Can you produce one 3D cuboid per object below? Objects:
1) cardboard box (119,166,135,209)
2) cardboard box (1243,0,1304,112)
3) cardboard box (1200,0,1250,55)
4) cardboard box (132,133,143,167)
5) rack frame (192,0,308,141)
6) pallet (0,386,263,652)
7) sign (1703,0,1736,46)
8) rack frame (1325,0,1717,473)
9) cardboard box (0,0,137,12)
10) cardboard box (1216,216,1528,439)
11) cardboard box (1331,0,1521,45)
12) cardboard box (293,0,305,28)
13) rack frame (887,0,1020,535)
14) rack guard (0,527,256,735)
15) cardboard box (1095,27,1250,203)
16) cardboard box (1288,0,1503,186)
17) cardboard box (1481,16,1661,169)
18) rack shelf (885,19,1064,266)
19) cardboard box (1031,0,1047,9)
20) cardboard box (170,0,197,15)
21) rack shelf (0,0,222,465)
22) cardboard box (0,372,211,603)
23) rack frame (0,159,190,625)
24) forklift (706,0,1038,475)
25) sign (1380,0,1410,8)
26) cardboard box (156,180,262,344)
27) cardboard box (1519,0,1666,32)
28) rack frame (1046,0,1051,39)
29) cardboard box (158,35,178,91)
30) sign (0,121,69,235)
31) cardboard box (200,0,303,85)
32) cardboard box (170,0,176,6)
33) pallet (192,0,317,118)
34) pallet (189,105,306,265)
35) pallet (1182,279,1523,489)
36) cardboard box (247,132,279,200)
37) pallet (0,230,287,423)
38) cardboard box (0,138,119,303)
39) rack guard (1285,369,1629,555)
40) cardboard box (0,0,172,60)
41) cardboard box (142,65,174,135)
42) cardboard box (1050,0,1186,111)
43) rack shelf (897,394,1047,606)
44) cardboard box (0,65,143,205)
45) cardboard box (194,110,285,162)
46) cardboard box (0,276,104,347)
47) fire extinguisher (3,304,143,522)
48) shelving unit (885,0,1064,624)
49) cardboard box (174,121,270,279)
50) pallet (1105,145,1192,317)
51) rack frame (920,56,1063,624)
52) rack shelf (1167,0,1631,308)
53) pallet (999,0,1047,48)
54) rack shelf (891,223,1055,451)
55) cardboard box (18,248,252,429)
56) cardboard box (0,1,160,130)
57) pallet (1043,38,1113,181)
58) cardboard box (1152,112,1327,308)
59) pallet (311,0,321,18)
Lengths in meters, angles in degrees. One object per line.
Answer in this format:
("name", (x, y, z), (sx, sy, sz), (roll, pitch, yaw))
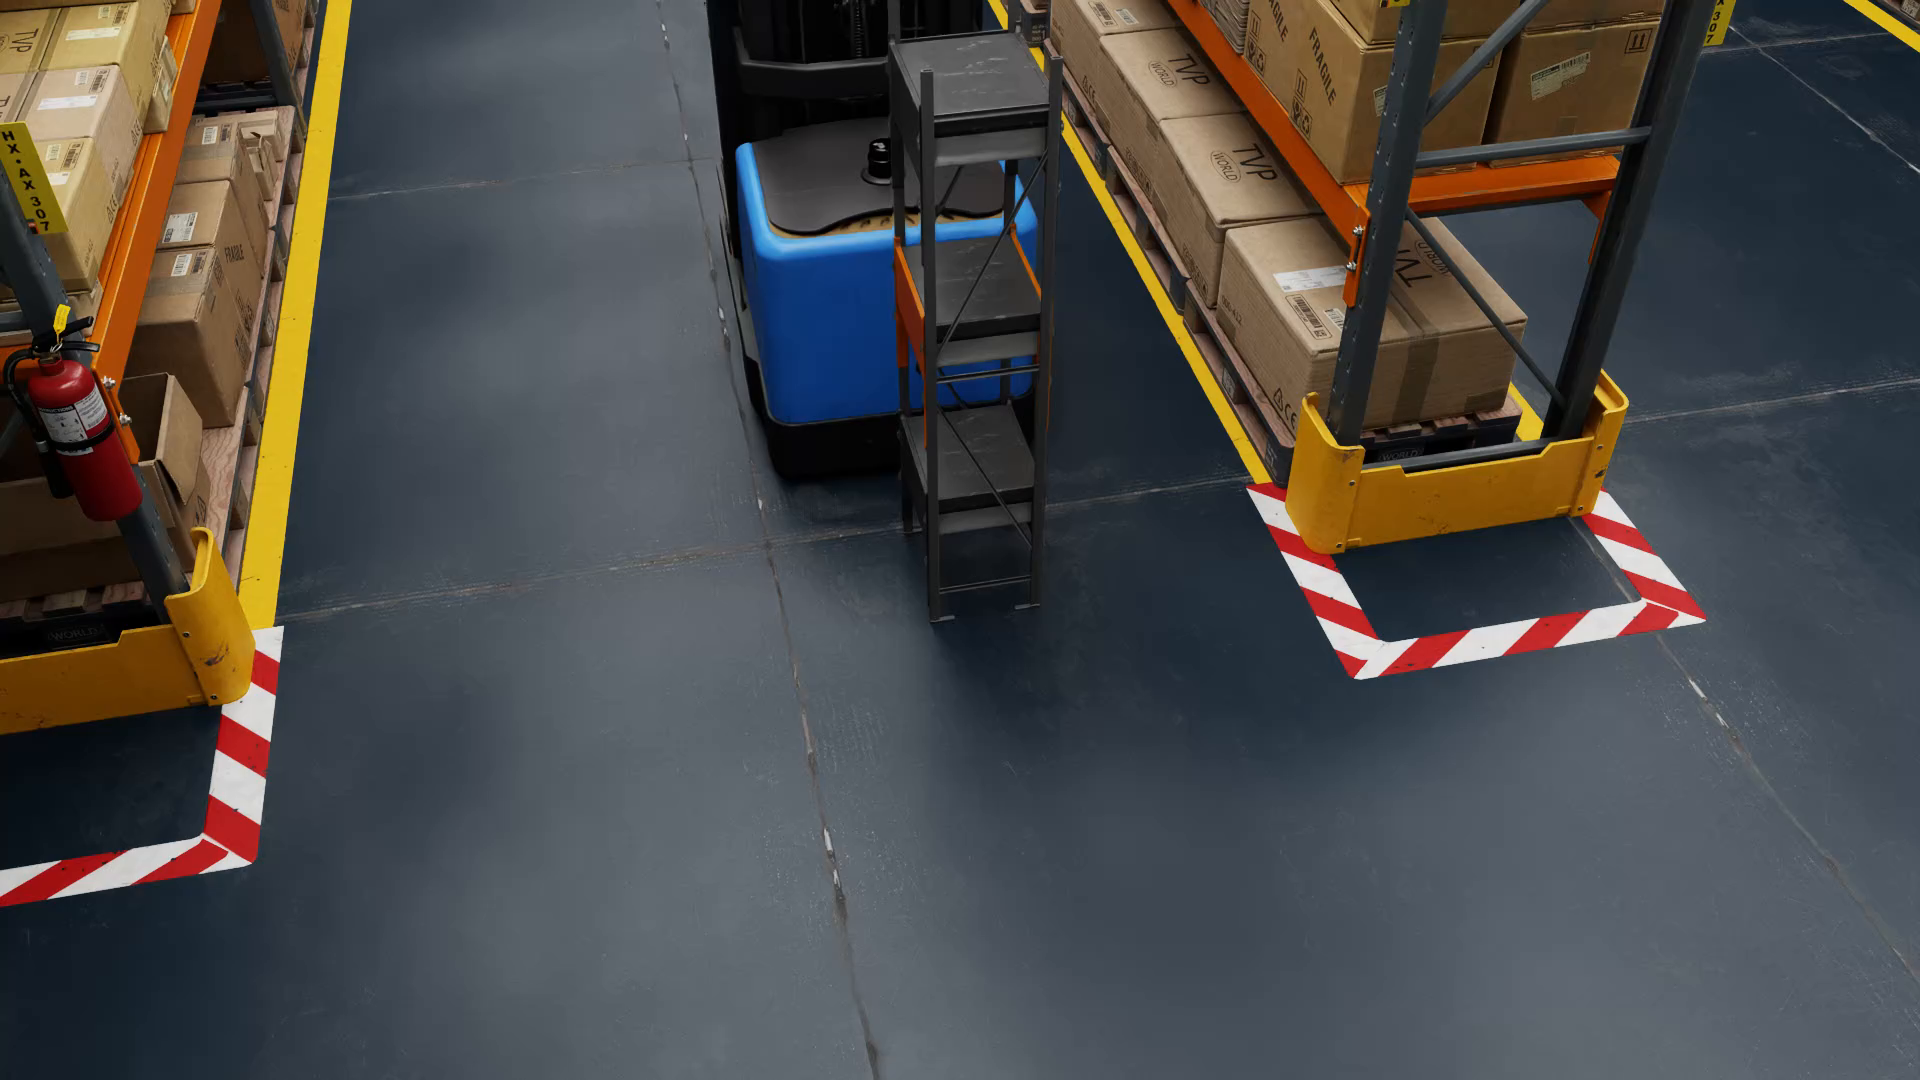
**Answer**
("cardboard box", (-2.995, -1.210, 5.543), (0.380, 0.149, 0.250), (-7, 42, -8))
("cardboard box", (1.383, -1.909, 6.066), (0.500, 0.500, 0.500), (-9, 42, -10))
("cardboard box", (1.263, -2.241, 6.440), (0.500, 0.500, 0.500), (-7, 42, -8))
("cardboard box", (-3.058, -1.382, 5.736), (0.380, 0.149, 0.250), (-8, 42, -9))
("rack frame", (-3.870, -3.149, 7.537), (1.000, 3.000, 0.127), (-8, 42, -9))
("pallet", (-3.196, -0.079, 6.180), (1.003, 0.211, 1.213), (-8, 42, -9))
("sign", (2.383, -1.698, 5.192), (0.100, 0.325, 0.005), (-8, 42, -9))
("rack frame", (1.839, -1.269, 5.420), (1.000, 3.000, 0.127), (-8, 42, -9))
("cardboard box", (-3.165, -2.196, 5.789), (0.500, 0.500, 0.500), (-7, 42, -8))
("cardboard box", (1.599, -0.882, 6.597), (0.875, 0.438, 0.875), (-10, 43, -11))
("cardboard box", (1.503, -1.959, 5.369), (0.500, 0.500, 0.500), (-7, 42, -8))
("cardboard box", (-3.879, -3.060, 9.005), (0.500, 0.500, 0.500), (-9, 42, -10))
("rack frame", (-0.017, -0.836, 5.610), (0.400, 2.100, 0.015), (-8, 42, -9))
("rack guard", (-3.023, 0.330, 5.502), (1.175, 0.500, 0.348), (-8, 42, -9))
("cardboard box", (1.201, -2.059, 7.923), (0.875, 0.438, 0.875), (-10, 42, -11))
("cardboard box", (1.477, -1.582, 5.697), (0.500, 0.500, 0.500), (-8, 42, -9))
("cardboard box", (2.016, -1.659, 5.784), (0.500, 0.500, 0.500), (-9, 42, -10))
("rack shelf", (0.036, -1.191, 4.976), (0.431, 0.518, 0.480), (-8, 42, -9))
("cardboard box", (0.764, -3.615, 9.347), (0.875, 0.875, 0.875), (-7, 42, -8))
("cardboard box", (-3.285, -2.218, 6.678), (0.380, 0.149, 0.250), (-9, 42, -10))
("rack shelf", (-3.438, -1.583, 6.316), (1.077, 0.370, 4.000), (-8, 42, -9))
("cardboard box", (-3.046, -0.189, 5.768), (0.797, 0.503, 0.637), (-10, 43, -11))
("rack frame", (-3.006, -0.556, 4.617), (1.000, 3.000, 0.127), (-8, 42, -9))
("forklift", (-0.500, -2.335, 6.673), (1.130, 2.935, 3.031), (-8, 42, -9))
("sign", (1.307, -1.722, 4.880), (0.100, 0.325, 0.005), (-8, 42, -9))
("cardboard box", (-3.209, -1.105, 6.802), (0.500, 0.500, 0.500), (-8, 42, -8))
("cardboard box", (2.014, -2.033, 5.452), (0.500, 0.500, 0.500), (-9, 42, -10))
("rack frame", (0.976, -3.862, 8.341), (1.000, 3.000, 0.127), (-8, 42, -9))
("cardboard box", (-3.116, -1.724, 6.122), (0.380, 0.149, 0.250), (-7, 42, -8))
("sign", (-2.477, -0.957, 4.417), (0.100, 0.325, 0.005), (-8, 42, -9))
("cardboard box", (-3.754, -2.717, 8.617), (0.500, 0.500, 0.500), (-7, 42, -7))
("cardboard box", (-3.304, -2.261, 6.426), (0.500, 0.250, 0.500), (-9, 42, -10))
("pallet", (-4.082, -2.627, 9.051), (1.003, 0.211, 1.213), (-8, 42, -9))
("pallet", (-3.722, -1.660, 7.962), (1.003, 0.211, 1.213), (-8, 42, -9))
("pallet", (1.591, -0.734, 6.917), (1.003, 0.211, 1.213), (-8, 42, -9))
("cardboard box", (-3.386, -1.733, 7.686), (0.396, 0.266, 0.258), (-7, 42, -8))
("pallet", (-3.456, -0.868, 7.069), (1.003, 0.211, 1.213), (-8, 42, -9))
("cardboard box", (-2.841, -0.944, 4.942), (0.500, 0.250, 0.500), (-8, 42, -9))
("rack guard", (1.845, -0.319, 6.233), (1.175, 0.500, 0.348), (-8, 42, -9))
("cardboard box", (-3.194, -1.927, 6.050), (0.500, 0.250, 0.500), (-9, 42, -10))
("cardboard box", (-3.039, -1.556, 5.933), (0.380, 0.149, 0.250), (-9, 42, -11))
("cardboard box", (1.007, -2.639, 8.577), (0.875, 0.438, 0.875), (-9, 42, -10))
("rack shelf", (0.036, -0.144, 5.906), (0.431, 0.518, 0.480), (-8, 42, -9))
("cardboard box", (-2.950, -1.270, 5.311), (0.500, 0.250, 0.500), (-8, 42, -9))
("cardboard box", (-3.463, -1.920, 7.985), (0.380, 0.149, 0.250), (-10, 42, -11))
("cardboard box", (-2.809, -0.714, 4.984), (0.380, 0.149, 0.250), (-9, 42, -10))
("fire extinguisher", (-2.523, -0.358, 4.733), (0.296, 0.674, 0.183), (-8, 42, -9))
("shelving unit", (0.036, -0.678, 5.432), (0.431, 2.100, 0.503), (-8, 42, -9))
("cardboard box", (-3.416, -1.421, 7.157), (0.700, 0.500, 0.500), (-10, 43, -11))
("pallet", (1.331, -1.523, 7.807), (1.003, 0.211, 1.213), (-8, 42, -9))
("rack frame", (0.088, -0.520, 5.254), (0.400, 2.100, 0.015), (-8, 42, -9))
("rack shelf", (1.408, -2.297, 7.120), (1.077, 0.370, 4.000), (-8, 42, -9))
("pallet", (0.736, -3.309, 9.818), (1.003, 0.211, 1.213), (-8, 42, -9))
("rack shelf", (0.036, -0.668, 5.441), (0.431, 0.518, 0.480), (-8, 42, -9))
("cardboard box", (-3.192, -0.748, 6.399), (0.700, 0.500, 0.500), (-7, 42, -8))
("cardboard box", (-3.063, -1.598, 5.680), (0.500, 0.250, 0.500), (-9, 42, -10))
("pallet", (1.064, -2.315, 8.699), (1.003, 0.211, 1.213), (-8, 42, -9))
("cardboard box", (1.394, -1.474, 7.264), (0.875, 0.438, 0.875), (-7, 42, -8))
("pallet", (-4.349, -3.420, 9.944), (1.003, 0.211, 1.213), (-8, 42, -9))
